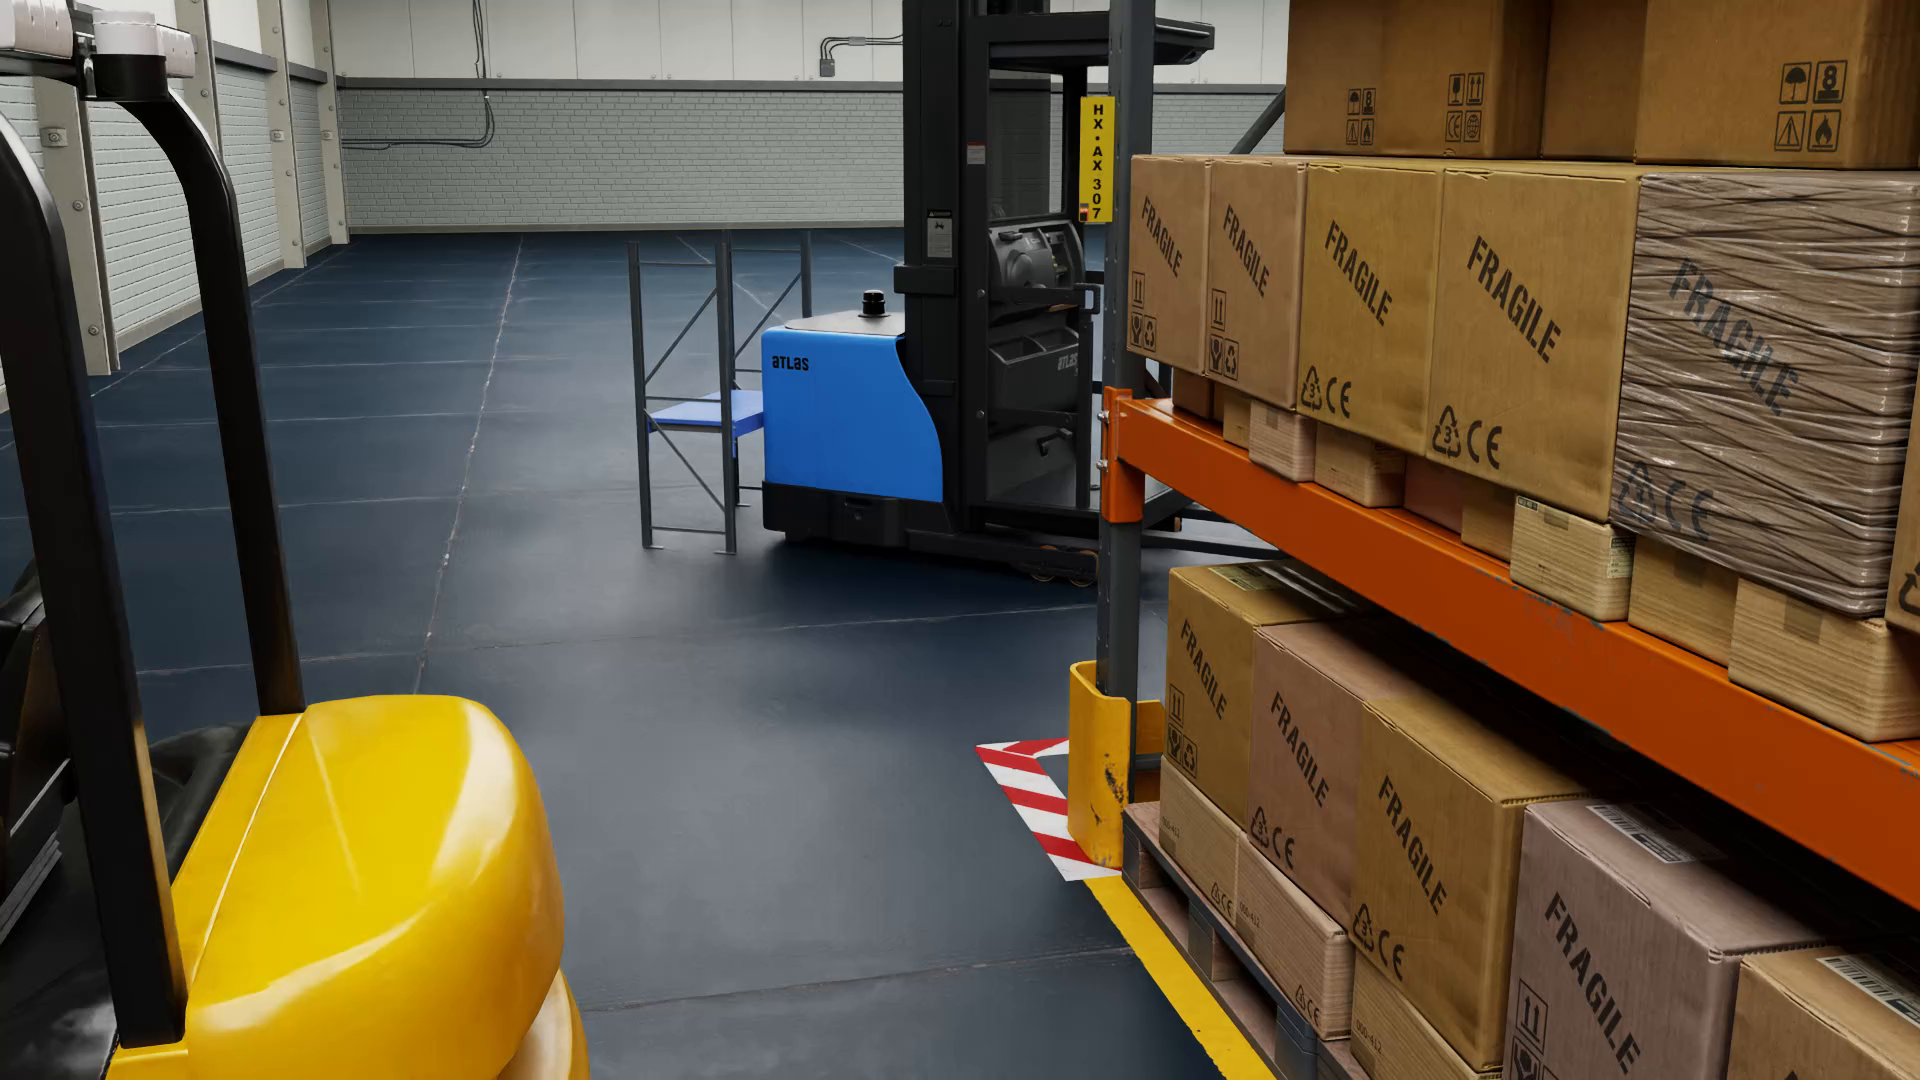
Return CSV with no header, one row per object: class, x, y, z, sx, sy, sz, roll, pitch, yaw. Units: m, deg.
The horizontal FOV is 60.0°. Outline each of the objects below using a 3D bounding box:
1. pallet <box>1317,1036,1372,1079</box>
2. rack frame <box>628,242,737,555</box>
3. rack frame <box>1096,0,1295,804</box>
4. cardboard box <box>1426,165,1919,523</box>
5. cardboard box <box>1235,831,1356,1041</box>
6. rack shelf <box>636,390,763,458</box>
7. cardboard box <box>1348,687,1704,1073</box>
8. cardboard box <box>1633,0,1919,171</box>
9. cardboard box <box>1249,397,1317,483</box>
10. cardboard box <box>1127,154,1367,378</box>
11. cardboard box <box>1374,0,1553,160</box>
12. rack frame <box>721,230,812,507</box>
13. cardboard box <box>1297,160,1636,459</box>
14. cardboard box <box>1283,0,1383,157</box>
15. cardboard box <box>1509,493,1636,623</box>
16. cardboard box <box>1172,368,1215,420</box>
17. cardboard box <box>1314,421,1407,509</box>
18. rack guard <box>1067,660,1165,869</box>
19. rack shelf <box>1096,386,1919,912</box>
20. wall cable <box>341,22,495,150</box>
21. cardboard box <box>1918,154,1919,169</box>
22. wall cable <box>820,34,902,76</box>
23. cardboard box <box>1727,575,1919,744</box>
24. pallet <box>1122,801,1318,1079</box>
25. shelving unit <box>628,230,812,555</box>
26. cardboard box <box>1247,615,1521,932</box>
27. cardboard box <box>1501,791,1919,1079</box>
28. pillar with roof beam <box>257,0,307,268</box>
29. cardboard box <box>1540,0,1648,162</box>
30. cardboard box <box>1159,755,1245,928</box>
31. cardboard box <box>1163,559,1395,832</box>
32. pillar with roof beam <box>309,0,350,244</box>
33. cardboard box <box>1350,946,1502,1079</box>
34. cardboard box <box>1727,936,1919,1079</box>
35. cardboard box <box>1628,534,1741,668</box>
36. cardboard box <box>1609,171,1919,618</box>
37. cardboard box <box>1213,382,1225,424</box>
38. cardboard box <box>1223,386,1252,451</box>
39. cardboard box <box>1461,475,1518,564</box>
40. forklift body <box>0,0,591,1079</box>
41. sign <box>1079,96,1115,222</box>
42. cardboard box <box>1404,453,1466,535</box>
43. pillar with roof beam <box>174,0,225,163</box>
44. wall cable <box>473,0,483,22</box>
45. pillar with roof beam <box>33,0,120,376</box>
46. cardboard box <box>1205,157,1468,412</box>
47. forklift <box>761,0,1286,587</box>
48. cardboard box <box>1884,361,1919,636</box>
pallet,1.352,1.219,2.991,1.003,0.211,1.213,-3,14,-13
rack frame,-1.338,-0.675,8.029,0.500,1.500,0.032,4,14,17
rack frame,0.895,-0.623,4.657,1.000,3.000,0.127,-3,14,-13
cardboard box,1.110,-0.338,2.652,0.500,0.500,0.500,-4,14,-14
cardboard box,0.928,0.828,3.625,0.500,0.250,0.500,-3,14,-11
rack shelf,-1.183,-0.616,8.542,0.538,0.185,1.000,4,14,17
cardboard box,1.059,0.588,3.029,0.500,0.500,0.500,-3,14,-12
cardboard box,1.541,-0.844,2.618,0.700,0.500,0.500,-3,14,-14
cardboard box,0.845,-0.227,3.565,0.380,0.149,0.250,-3,14,-12
cardboard box,0.737,-0.691,4.099,0.500,0.500,0.500,-4,14,-14
cardboard box,1.339,-1.079,3.579,0.700,0.500,0.500,-3,14,-13
rack frame,-1.029,-0.905,8.970,0.500,1.500,0.032,4,14,17
cardboard box,0.982,-0.455,3.130,0.500,0.500,0.500,-4,14,-14
cardboard box,1.227,-1.196,4.059,0.700,0.500,0.500,-4,14,-15
cardboard box,1.094,0.012,2.585,0.380,0.149,0.250,-3,14,-13
cardboard box,0.774,-0.411,4.319,0.380,0.149,0.250,-3,14,-13
cardboard box,0.939,-0.169,3.328,0.380,0.149,0.250,-3,14,-12
rack guard,0.913,0.609,4.882,1.175,0.500,0.348,-3,14,-13
rack shelf,1.365,0.188,2.854,1.077,0.370,4.000,-3,14,-13
wall cable,-11.094,-9.215,33.726,3.097,2.526,0.112,-3,14,-13
cardboard box,1.752,-0.729,2.147,0.700,0.500,0.500,-4,14,-14
wall cable,-1.862,-12.901,35.105,2.305,6.003,0.169,-3,14,-13
cardboard box,1.221,0.130,2.102,0.380,0.149,0.250,-3,14,-14
pallet,1.069,0.938,4.141,1.003,0.211,1.213,-3,14,-13
shelving unit,-1.183,-0.790,8.499,0.538,1.500,1.048,4,14,17
cardboard box,0.949,0.472,3.505,0.500,0.500,0.500,-4,14,-15
cardboard box,1.193,0.711,2.526,0.500,0.500,0.500,-3,14,-10
pillar with roof beam,-6.093,-8.826,25.590,9.100,9.000,0.400,-3,14,-13
cardboard box,1.559,-0.967,3.121,0.700,0.500,0.500,-3,14,-14
cardboard box,0.816,0.710,4.109,0.500,0.250,0.500,-3,14,-14
cardboard box,0.822,0.351,3.997,0.500,0.500,0.500,-4,14,-15
pillar with roof beam,-7.503,-10.210,31.256,9.100,9.000,0.400,-3,14,-13
cardboard box,1.069,0.954,3.113,0.500,0.250,0.500,-2,14,-9
cardboard box,1.314,0.828,2.045,0.500,0.500,0.500,-3,14,-12
cardboard box,1.190,0.070,2.351,0.380,0.149,0.250,-4,14,-14
cardboard box,1.235,-0.220,2.169,0.500,0.500,0.500,-3,14,-12
cardboard box,0.847,-0.354,4.084,0.380,0.149,0.250,-3,14,-12
cardboard box,0.830,-0.288,3.815,0.380,0.149,0.250,-4,14,-15
cardboard box,1.092,-0.049,2.836,0.380,0.149,0.250,-4,14,-15
forklift body,-1.710,0.403,2.247,2.313,2.155,1.214,-3,14,-13
sign,0.368,-1.013,4.430,0.100,0.325,0.005,-3,14,-13
cardboard box,1.059,-0.111,3.092,0.380,0.149,0.250,-3,14,-11
pillar with roof beam,-4.684,-7.441,19.925,9.100,9.000,0.400,-3,14,-13
wall cable,-8.464,-11.819,33.744,3.097,2.526,0.112,-3,14,-13
pillar with roof beam,-3.275,-6.057,14.259,9.100,9.000,0.400,-3,14,-13
cardboard box,0.861,-0.572,3.611,0.500,0.500,0.500,-3,14,-11
forklift,0.552,-1.354,7.795,3.031,2.935,1.130,7,15,27
cardboard box,1.361,-0.100,1.680,0.500,0.500,0.500,-3,14,-11
